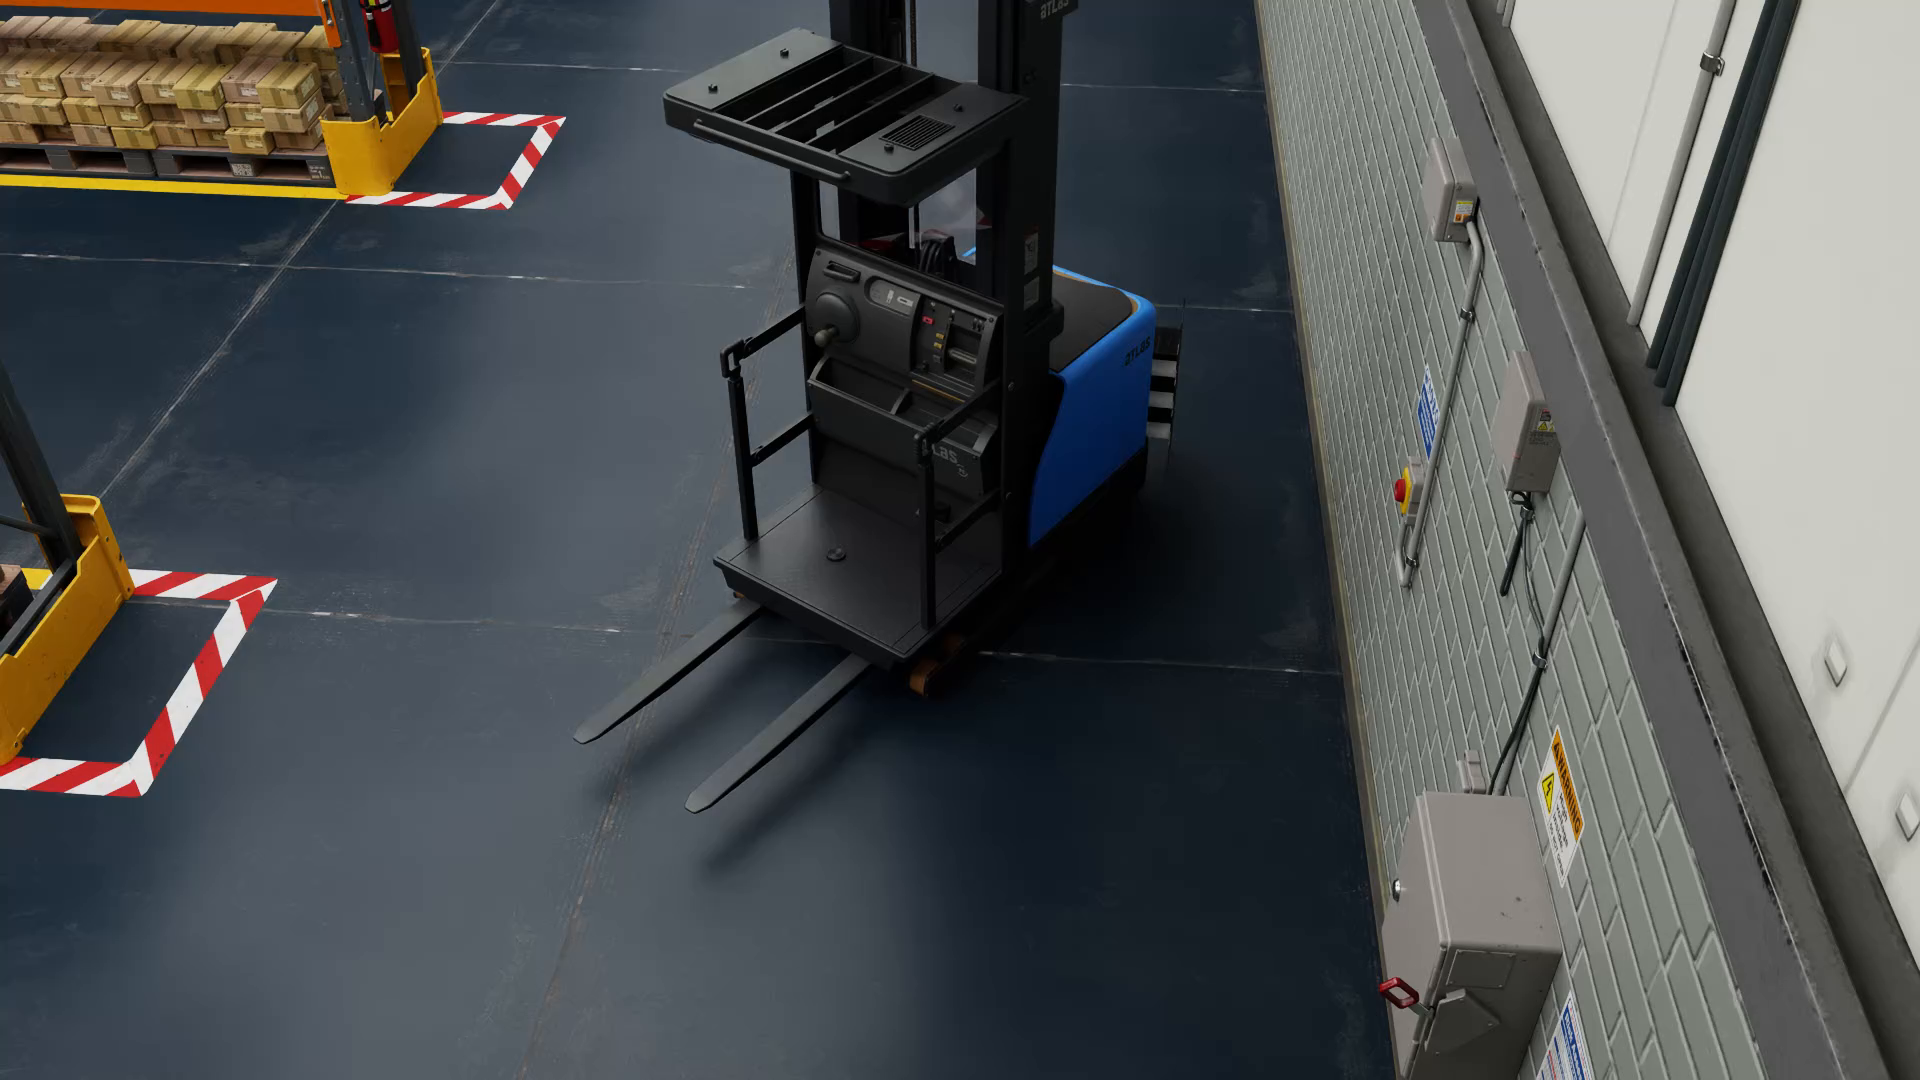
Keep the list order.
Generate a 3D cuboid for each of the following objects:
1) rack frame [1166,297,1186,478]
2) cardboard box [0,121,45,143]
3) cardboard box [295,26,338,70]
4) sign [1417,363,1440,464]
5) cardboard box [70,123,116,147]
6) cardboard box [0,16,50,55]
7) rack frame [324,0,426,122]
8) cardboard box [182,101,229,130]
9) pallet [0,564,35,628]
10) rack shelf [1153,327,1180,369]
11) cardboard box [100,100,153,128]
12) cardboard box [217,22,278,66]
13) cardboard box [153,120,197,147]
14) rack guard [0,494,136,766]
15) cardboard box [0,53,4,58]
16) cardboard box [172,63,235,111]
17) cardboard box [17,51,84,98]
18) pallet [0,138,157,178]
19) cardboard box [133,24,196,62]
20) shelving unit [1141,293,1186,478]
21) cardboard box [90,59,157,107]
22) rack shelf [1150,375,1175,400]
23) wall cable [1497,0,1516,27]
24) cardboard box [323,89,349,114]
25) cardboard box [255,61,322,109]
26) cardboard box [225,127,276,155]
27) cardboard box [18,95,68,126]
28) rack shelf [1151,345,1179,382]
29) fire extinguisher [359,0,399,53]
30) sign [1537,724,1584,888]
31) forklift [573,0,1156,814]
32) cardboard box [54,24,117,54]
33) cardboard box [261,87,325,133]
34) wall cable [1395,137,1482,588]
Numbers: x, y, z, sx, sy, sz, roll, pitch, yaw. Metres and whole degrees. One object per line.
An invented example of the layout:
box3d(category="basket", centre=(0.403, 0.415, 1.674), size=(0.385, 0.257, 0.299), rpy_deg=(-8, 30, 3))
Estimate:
box3d(category="rack frame", centre=(1.051, -0.736, 8.111), size=(0.006, 0.900, 0.240), rpy_deg=(6, 40, 7))
box3d(category="cardboard box", centre=(-6.057, -2.736, 10.832), size=(0.250, 0.149, 0.380), rpy_deg=(2, 39, 3))
box3d(category="cardboard box", centre=(-4.196, -3.259, 11.002), size=(0.250, 0.149, 0.380), rpy_deg=(1, 39, 2))
box3d(category="sign", centre=(1.655, -0.449, 5.882), size=(0.001, 0.218, 0.327), rpy_deg=(3, 39, 4))
box3d(category="cardboard box", centre=(-5.543, -2.709, 10.798), size=(0.250, 0.149, 0.380), rpy_deg=(4, 39, 5))
box3d(category="cardboard box", centre=(-6.275, -3.361, 11.127), size=(0.250, 0.149, 0.380), rpy_deg=(1, 39, 2))
box3d(category="rack frame", centre=(-3.703, -3.728, 10.125), size=(0.127, 3.000, 1.000), rpy_deg=(3, 39, 4))
box3d(category="cardboard box", centre=(-4.771, -2.777, 10.647), size=(0.250, 0.149, 0.380), rpy_deg=(2, 39, 2))
box3d(category="pallet", centre=(-4.833, 0.478, 7.167), size=(1.213, 0.211, 1.003), rpy_deg=(3, 39, 4))
box3d(category="rack shelf", centre=(0.951, -0.930, 7.975), size=(0.200, 0.077, 0.258), rpy_deg=(6, 40, 7))
box3d(category="cardboard box", centre=(-5.288, -2.797, 10.671), size=(0.250, 0.149, 0.380), rpy_deg=(4, 39, 5))
box3d(category="cardboard box", centre=(-4.721, -3.292, 11.043), size=(0.250, 0.149, 0.380), rpy_deg=(3, 39, 4))
box3d(category="cardboard box", centre=(-5.013, -2.707, 10.796), size=(0.250, 0.149, 0.380), rpy_deg=(4, 39, 4))
box3d(category="rack guard", centre=(-4.006, 0.361, 7.081), size=(0.348, 0.500, 1.175), rpy_deg=(3, 39, 4))
box3d(category="cardboard box", centre=(-6.329, -2.985, 10.666), size=(0.250, 0.149, 0.380), rpy_deg=(4, 39, 5))
box3d(category="cardboard box", centre=(-4.767, -2.870, 10.524), size=(0.250, 0.149, 0.380), rpy_deg=(2, 39, 3))
box3d(category="cardboard box", centre=(-5.808, -2.984, 10.665), size=(0.250, 0.149, 0.380), rpy_deg=(3, 39, 4))
box3d(category="pallet", centre=(-5.797, -2.786, 11.176), size=(1.213, 0.211, 1.003), rpy_deg=(3, 39, 4))
box3d(category="cardboard box", centre=(-5.251, -3.275, 11.022), size=(0.250, 0.149, 0.380), rpy_deg=(5, 39, 6))
box3d(category="shelving unit", centre=(0.951, -0.746, 8.125), size=(0.210, 0.900, 0.258), rpy_deg=(6, 40, 7))
box3d(category="cardboard box", centre=(-5.292, -2.903, 10.566), size=(0.250, 0.149, 0.380), rpy_deg=(5, 39, 6))
box3d(category="rack shelf", centre=(0.951, -0.790, 8.089), size=(0.200, 0.077, 0.258), rpy_deg=(6, 40, 7))
box3d(category="wall cable", centre=(1.662, -2.804, 4.237), size=(0.029, 3.000, 0.463), rpy_deg=(3, 39, 4))
box3d(category="cardboard box", centre=(-4.197, -3.015, 11.175), size=(0.250, 0.149, 0.380), rpy_deg=(4, 39, 5))
box3d(category="cardboard box", centre=(-4.252, -2.886, 10.544), size=(0.250, 0.149, 0.380), rpy_deg=(4, 39, 4))
box3d(category="cardboard box", centre=(-4.510, -2.633, 10.705), size=(0.250, 0.149, 0.380), rpy_deg=(4, 39, 5))
box3d(category="cardboard box", centre=(-5.819, -2.821, 10.700), size=(0.250, 0.149, 0.380), rpy_deg=(4, 39, 4))
box3d(category="rack shelf", centre=(0.951, -0.860, 8.032), size=(0.200, 0.077, 0.258), rpy_deg=(6, 40, 7))
box3d(category="fire extinguisher", centre=(-3.492, -3.250, 9.894), size=(0.183, 0.674, 0.296), rpy_deg=(3, 39, 4))
box3d(category="sign", centre=(1.475, 0.652, 4.089), size=(0.001, 0.242, 0.339), rpy_deg=(3, 39, 4))
box3d(category="forklift", centre=(-0.371, -0.821, 6.607), size=(1.130, 2.935, 3.031), rpy_deg=(25, 45, 27))
box3d(category="cardboard box", centre=(-5.767, -3.271, 11.018), size=(0.250, 0.149, 0.380), rpy_deg=(3, 39, 4))
box3d(category="cardboard box", centre=(-4.254, -2.750, 10.613), size=(0.250, 0.149, 0.380), rpy_deg=(2, 39, 3))
box3d(category="wall cable", centre=(1.590, -0.723, 5.604), size=(0.123, 1.953, 0.585), rpy_deg=(3, 39, 4))
